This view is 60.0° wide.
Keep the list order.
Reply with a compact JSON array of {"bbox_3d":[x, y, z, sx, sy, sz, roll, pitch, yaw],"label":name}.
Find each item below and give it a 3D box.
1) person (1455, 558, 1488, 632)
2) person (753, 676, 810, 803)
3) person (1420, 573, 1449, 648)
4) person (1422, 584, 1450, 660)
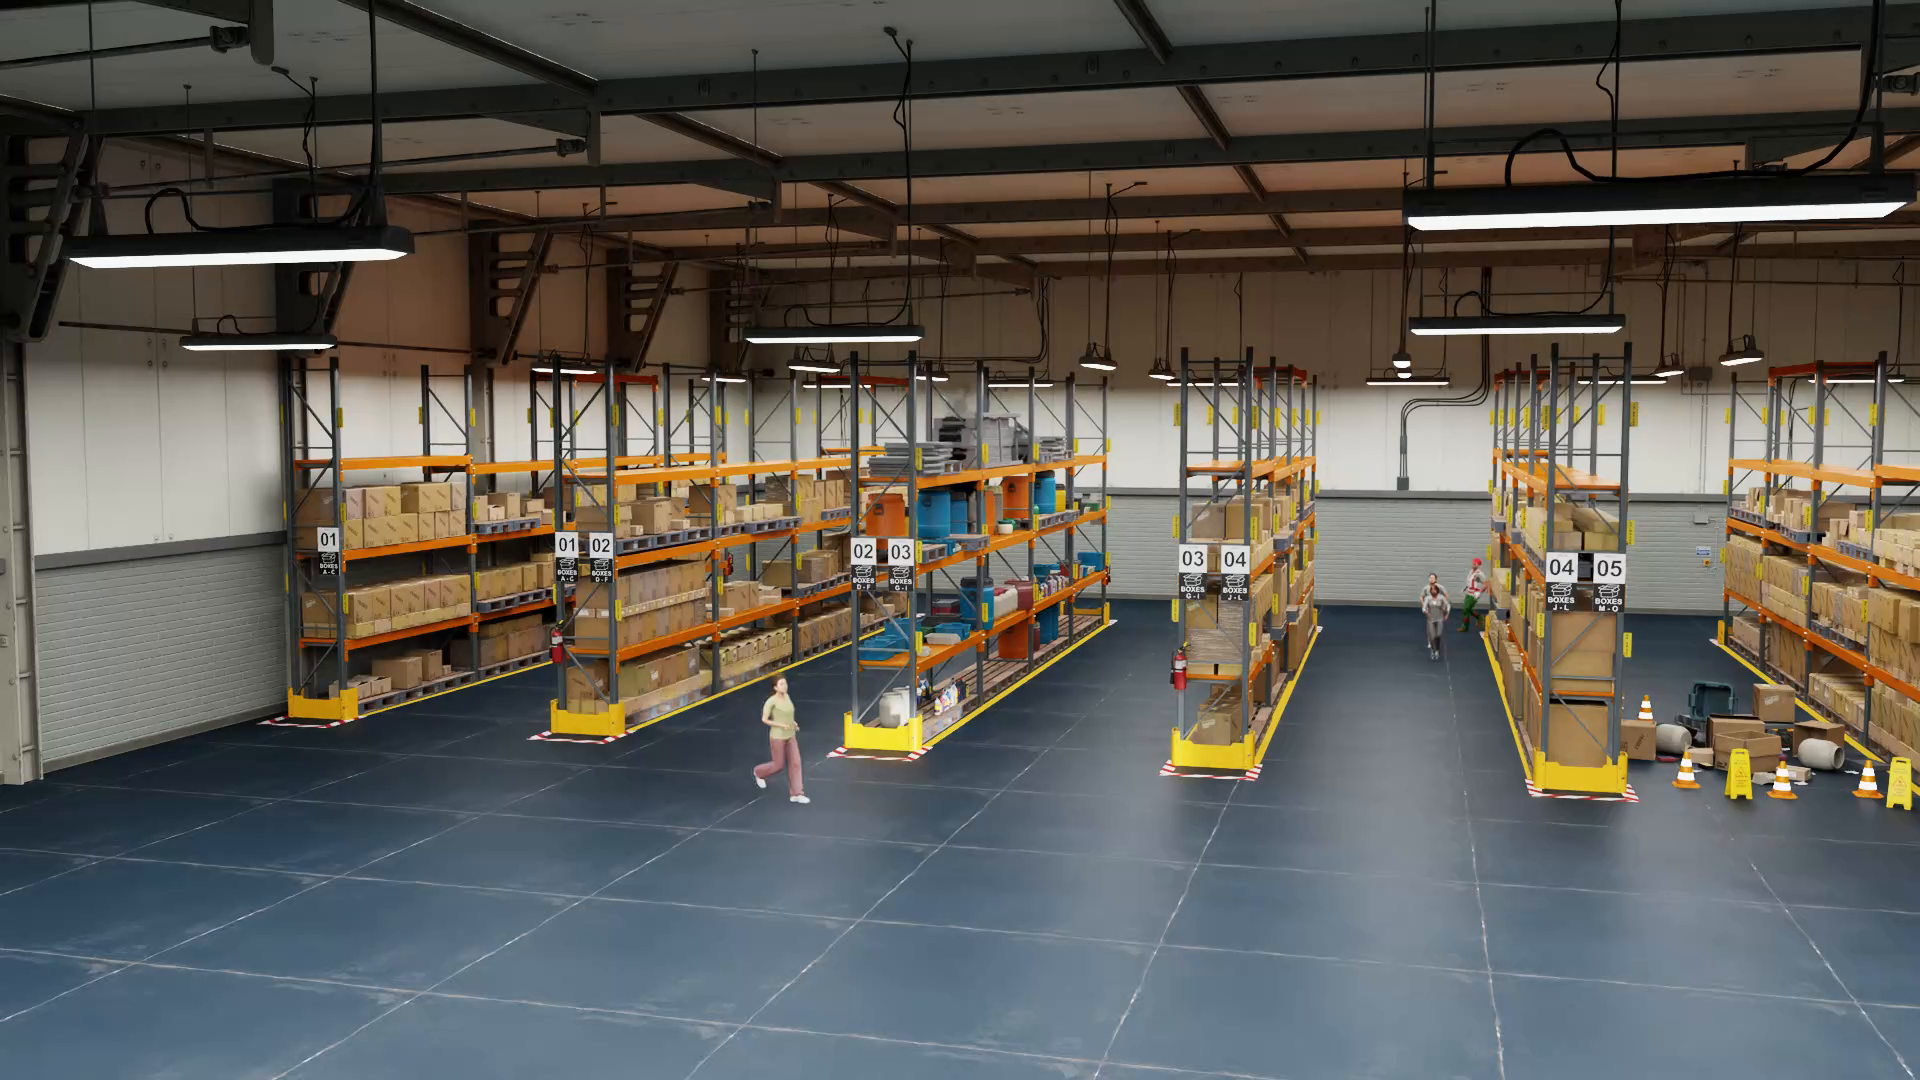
[{"bbox_3d":[12.031,1.283,38.769,0.777,1.746,0.725,-1,4,-14],"label":"person"},{"bbox_3d":[-2.316,2.581,21.723,0.970,1.633,0.592,4,6,41],"label":"person"},{"bbox_3d":[10.345,1.536,36.302,0.595,1.637,0.634,2,4,20],"label":"person"},{"bbox_3d":[9.816,1.706,34.323,0.552,1.536,0.618,2,5,22],"label":"person"}]
